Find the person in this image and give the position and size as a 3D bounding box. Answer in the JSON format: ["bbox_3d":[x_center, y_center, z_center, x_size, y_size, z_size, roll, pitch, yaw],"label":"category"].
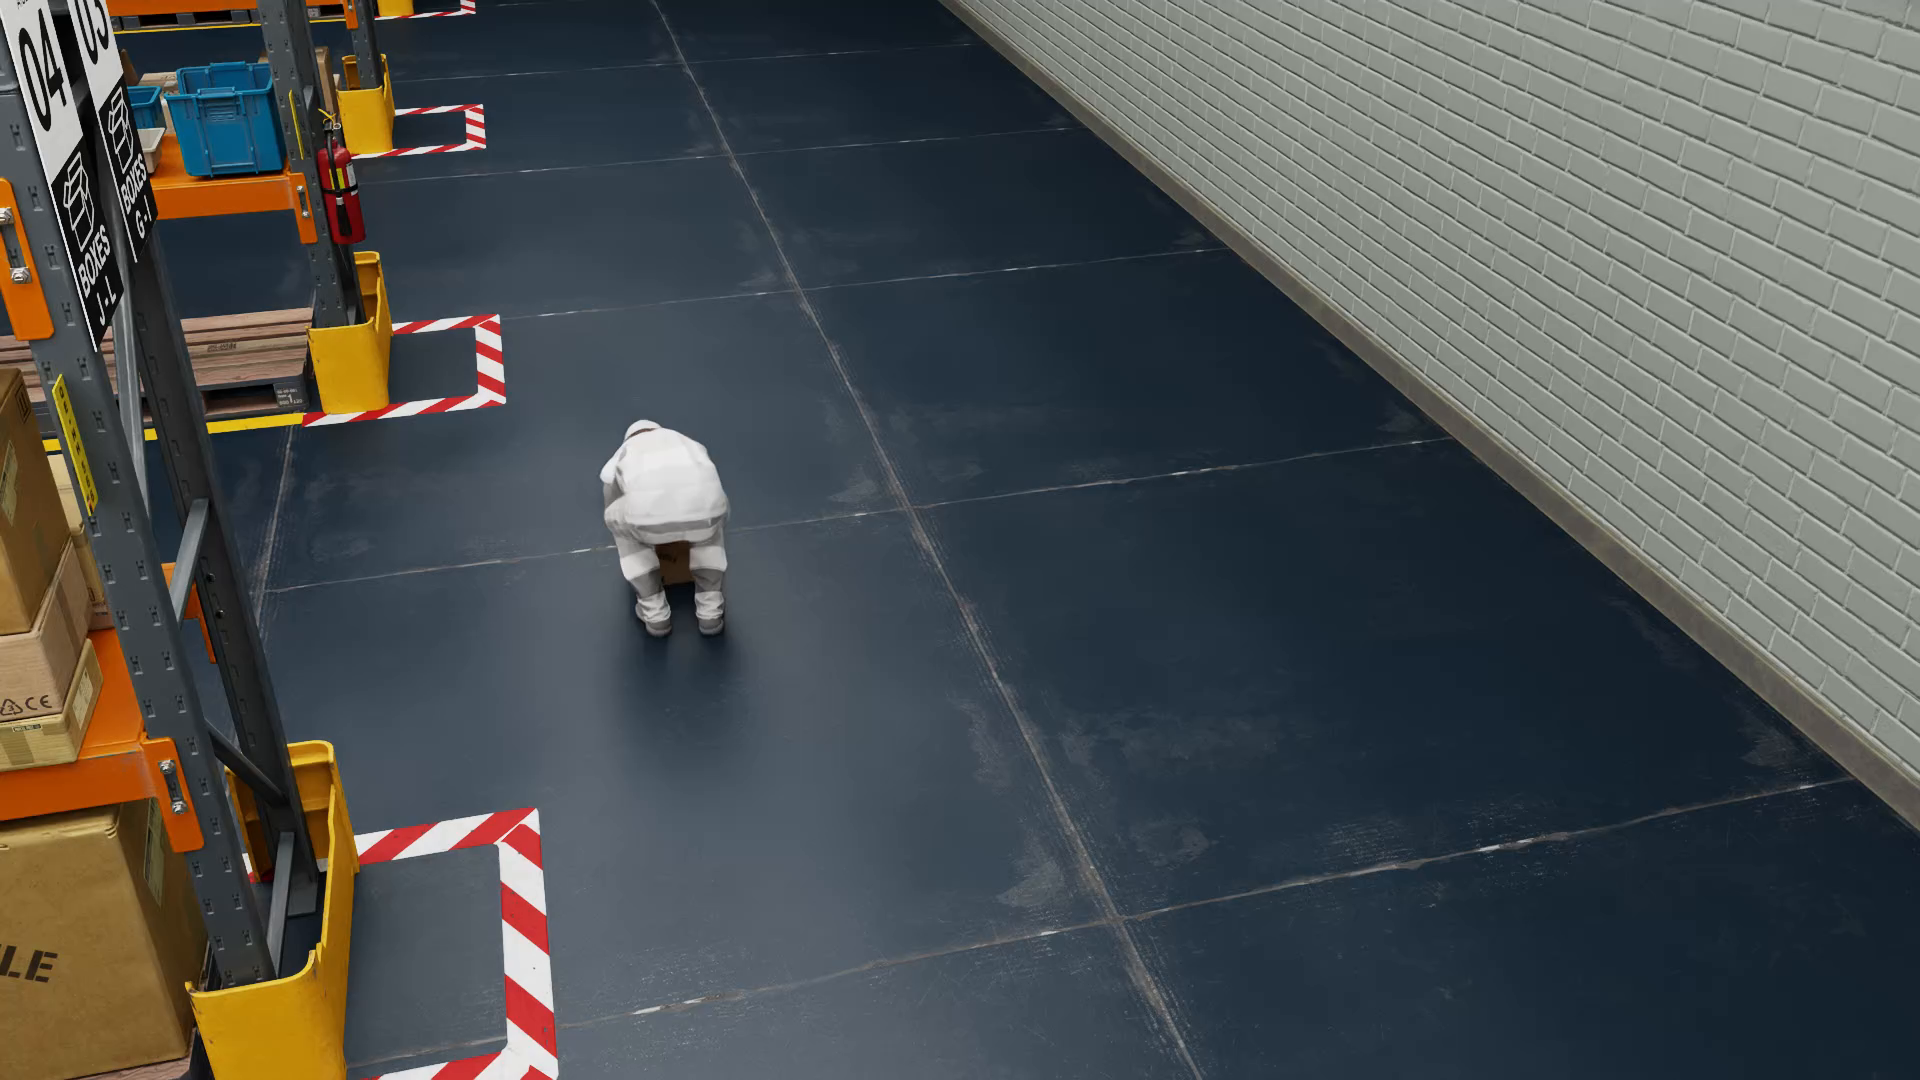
[{"bbox_3d":[-1.266,-0.080,7.182,0.526,0.894,0.961,-9,31,-15],"label":"person"}]
